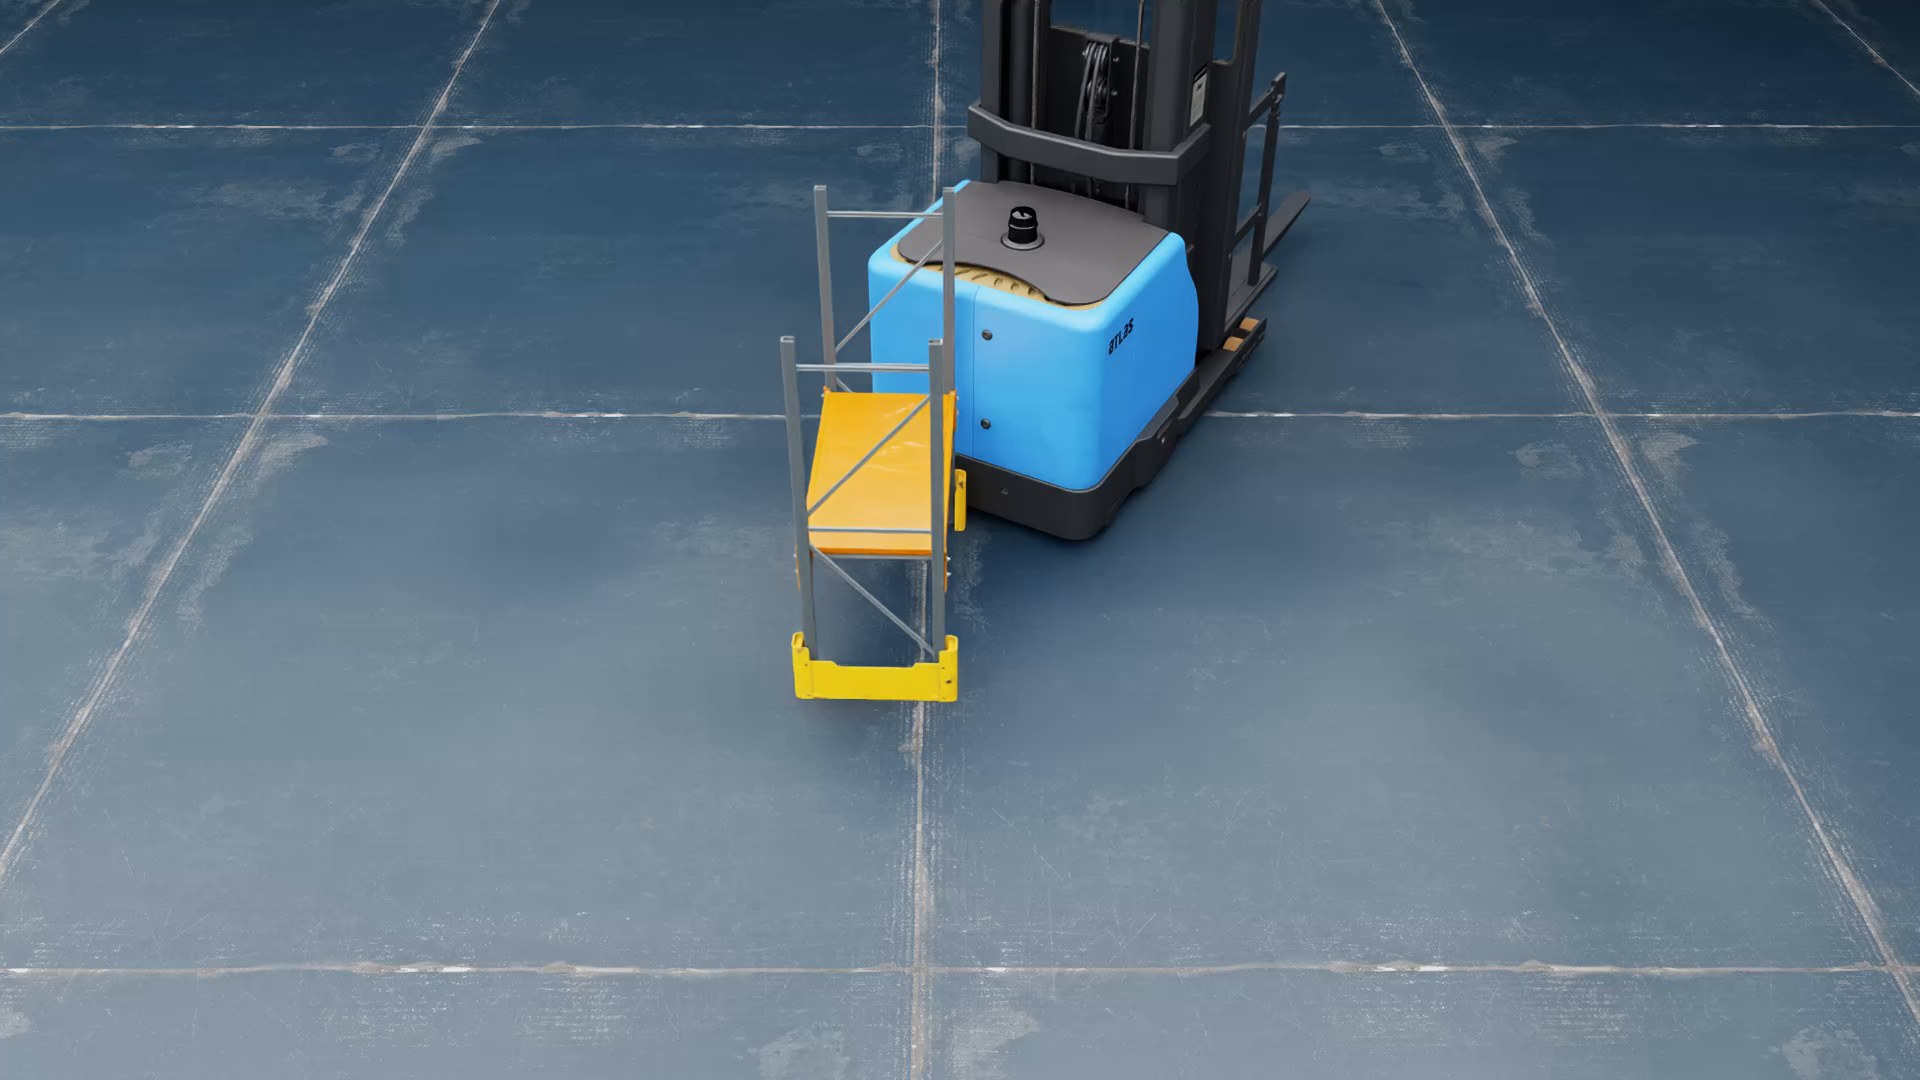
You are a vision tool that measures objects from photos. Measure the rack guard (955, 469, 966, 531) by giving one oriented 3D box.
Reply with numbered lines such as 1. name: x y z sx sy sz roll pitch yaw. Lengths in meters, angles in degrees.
1. rack guard: -0.270 -0.165 6.756 0.587 0.250 0.087 1 39 1

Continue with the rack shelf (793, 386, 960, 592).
1. rack shelf: -0.286 -0.206 6.096 0.538 0.185 1.000 1 39 1

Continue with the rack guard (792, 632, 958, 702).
1. rack guard: -0.303 0.458 5.979 0.587 0.250 0.087 1 39 1

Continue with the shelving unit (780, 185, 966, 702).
1. shelving unit: -0.286 -0.341 5.976 0.587 1.500 1.083 1 39 1

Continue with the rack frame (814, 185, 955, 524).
1. rack frame: -0.270 -0.665 6.380 0.500 1.500 0.032 1 39 1

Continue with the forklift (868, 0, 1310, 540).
1. forklift: 0.788 -2.048 6.962 1.130 2.935 3.031 19 43 22

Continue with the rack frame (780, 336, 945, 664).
1. rack frame: -0.303 -0.029 5.587 0.500 1.500 0.032 1 39 1
